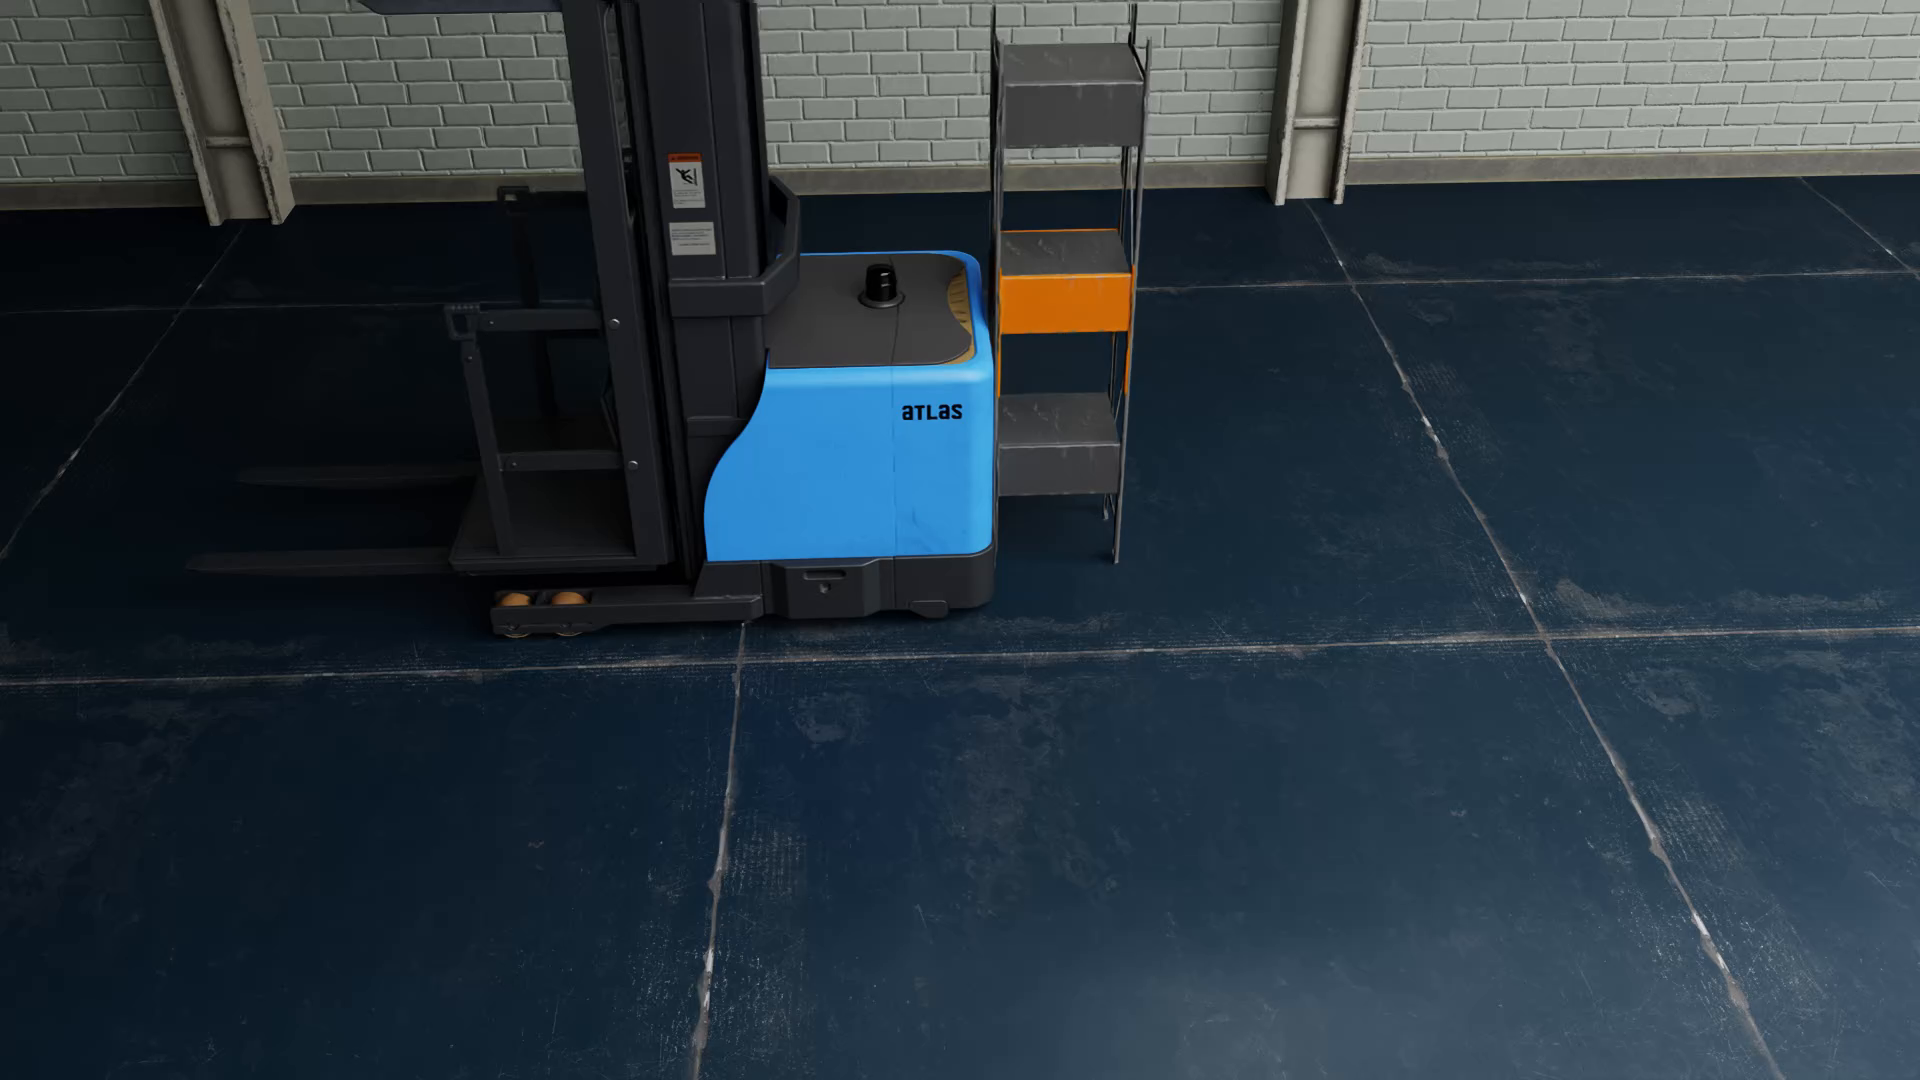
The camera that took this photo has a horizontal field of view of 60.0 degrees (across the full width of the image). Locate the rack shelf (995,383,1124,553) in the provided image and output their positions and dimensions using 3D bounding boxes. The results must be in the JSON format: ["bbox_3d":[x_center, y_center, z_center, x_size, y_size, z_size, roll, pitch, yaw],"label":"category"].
[{"bbox_3d":[0.368,-0.287,6.573,0.480,0.518,0.431,-2,35,-2],"label":"rack shelf"}]

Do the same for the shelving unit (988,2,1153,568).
[{"bbox_3d":[0.368,-0.874,6.167,0.503,2.100,0.431,-2,35,-2],"label":"shelving unit"}]

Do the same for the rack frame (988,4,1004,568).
[{"bbox_3d":[0.124,-0.867,6.157,0.015,2.100,0.400,-2,35,-2],"label":"rack frame"}]

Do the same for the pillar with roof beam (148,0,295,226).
[{"bbox_3d":[-3.798,-3.102,3.324,0.400,9.000,9.100,-2,35,-2],"label":"pillar with roof beam"}]

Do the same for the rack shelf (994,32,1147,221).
[{"bbox_3d":[0.368,-1.438,5.777,0.480,0.518,0.431,-2,35,-2],"label":"rack shelf"}]

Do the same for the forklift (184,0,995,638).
[{"bbox_3d":[-1.402,-1.149,5.834,3.031,2.935,1.130,-2,35,-2],"label":"forklift"}]

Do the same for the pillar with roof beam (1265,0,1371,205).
[{"bbox_3d":[2.195,-3.263,3.558,0.400,9.000,9.100,-2,35,-2],"label":"pillar with roof beam"}]

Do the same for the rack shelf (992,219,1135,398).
[{"bbox_3d":[0.368,-0.862,6.175,0.480,0.518,0.431,-2,35,-2],"label":"rack shelf"}]

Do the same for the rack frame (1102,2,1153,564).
[{"bbox_3d":[0.612,-0.880,6.177,0.015,2.100,0.400,-2,35,-2],"label":"rack frame"}]
